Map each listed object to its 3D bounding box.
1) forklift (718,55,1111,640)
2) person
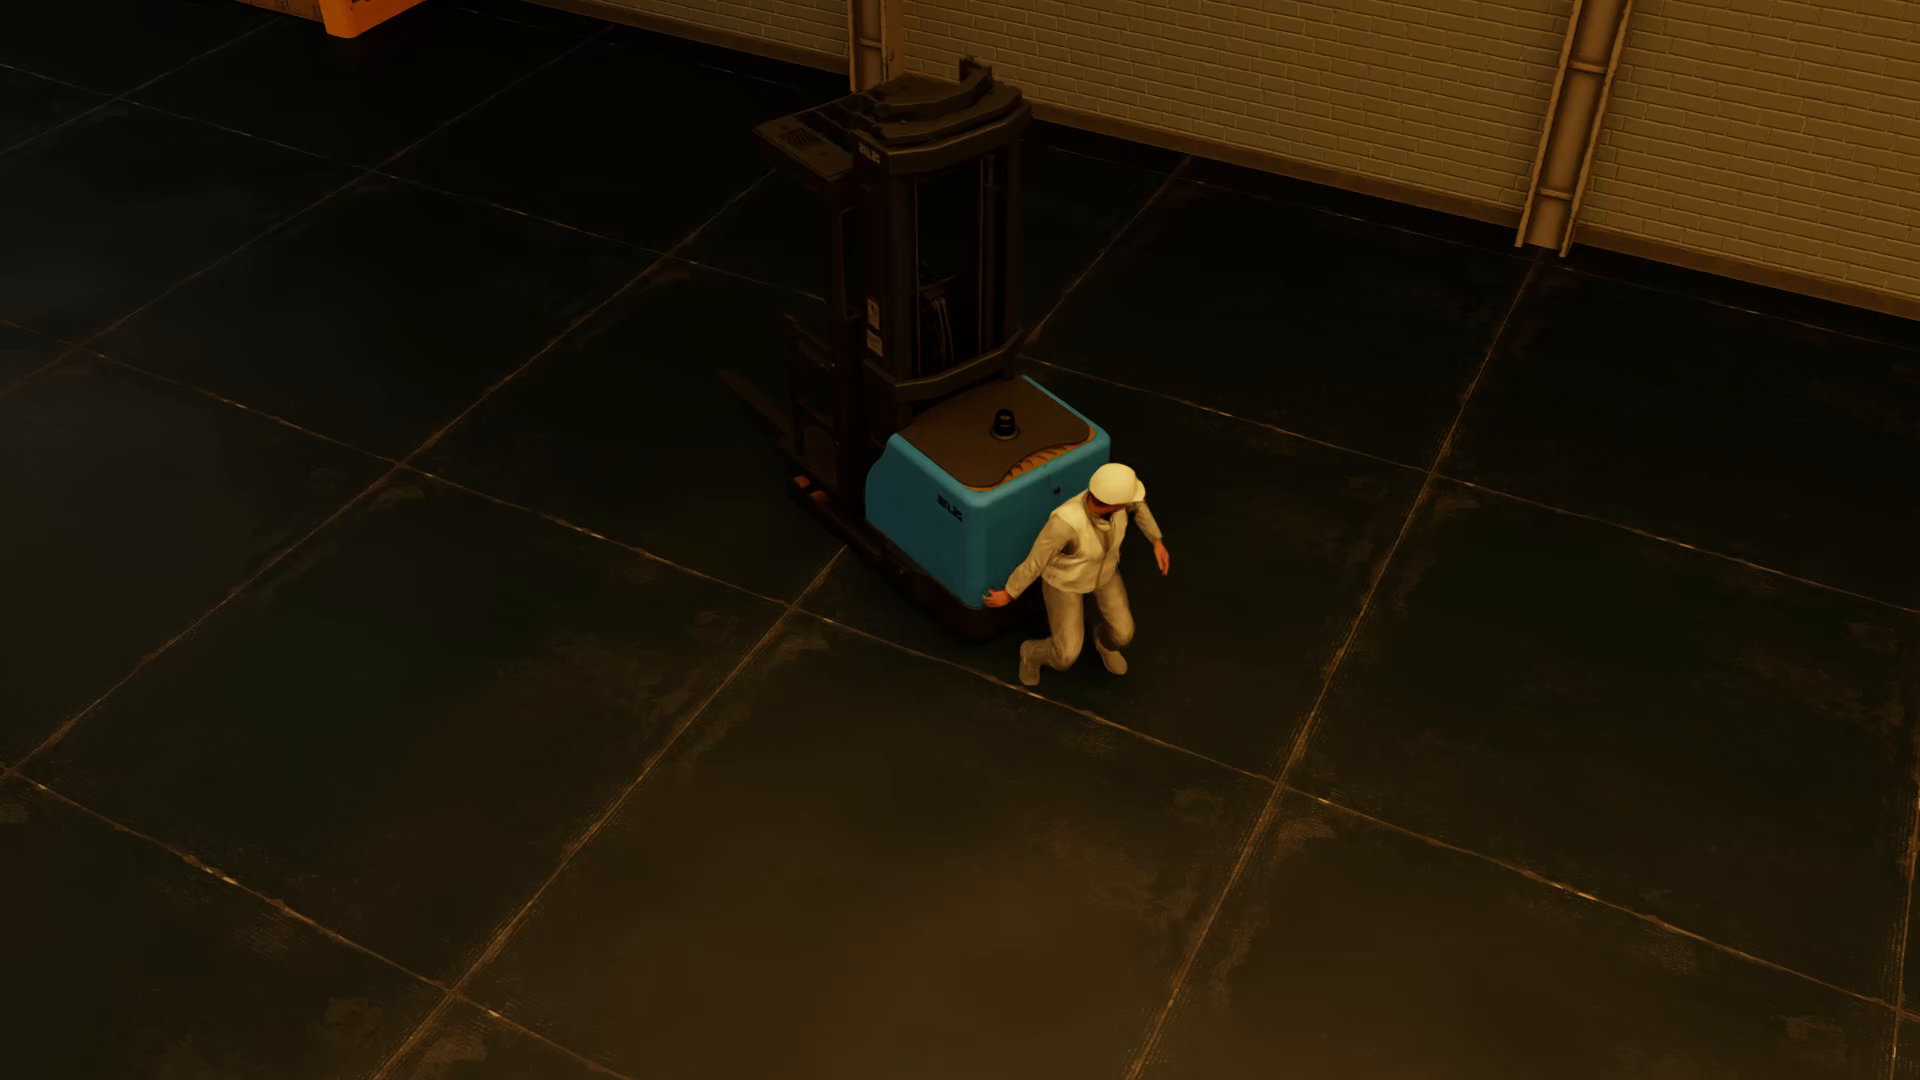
[{"bbox_3d":[-0.441,-1.444,9.701,1.130,2.935,3.031,-27,47,-28],"label":"forklift"},{"bbox_3d":[0.618,0.212,8.820,0.960,1.648,0.511,-21,44,-23],"label":"person"}]
